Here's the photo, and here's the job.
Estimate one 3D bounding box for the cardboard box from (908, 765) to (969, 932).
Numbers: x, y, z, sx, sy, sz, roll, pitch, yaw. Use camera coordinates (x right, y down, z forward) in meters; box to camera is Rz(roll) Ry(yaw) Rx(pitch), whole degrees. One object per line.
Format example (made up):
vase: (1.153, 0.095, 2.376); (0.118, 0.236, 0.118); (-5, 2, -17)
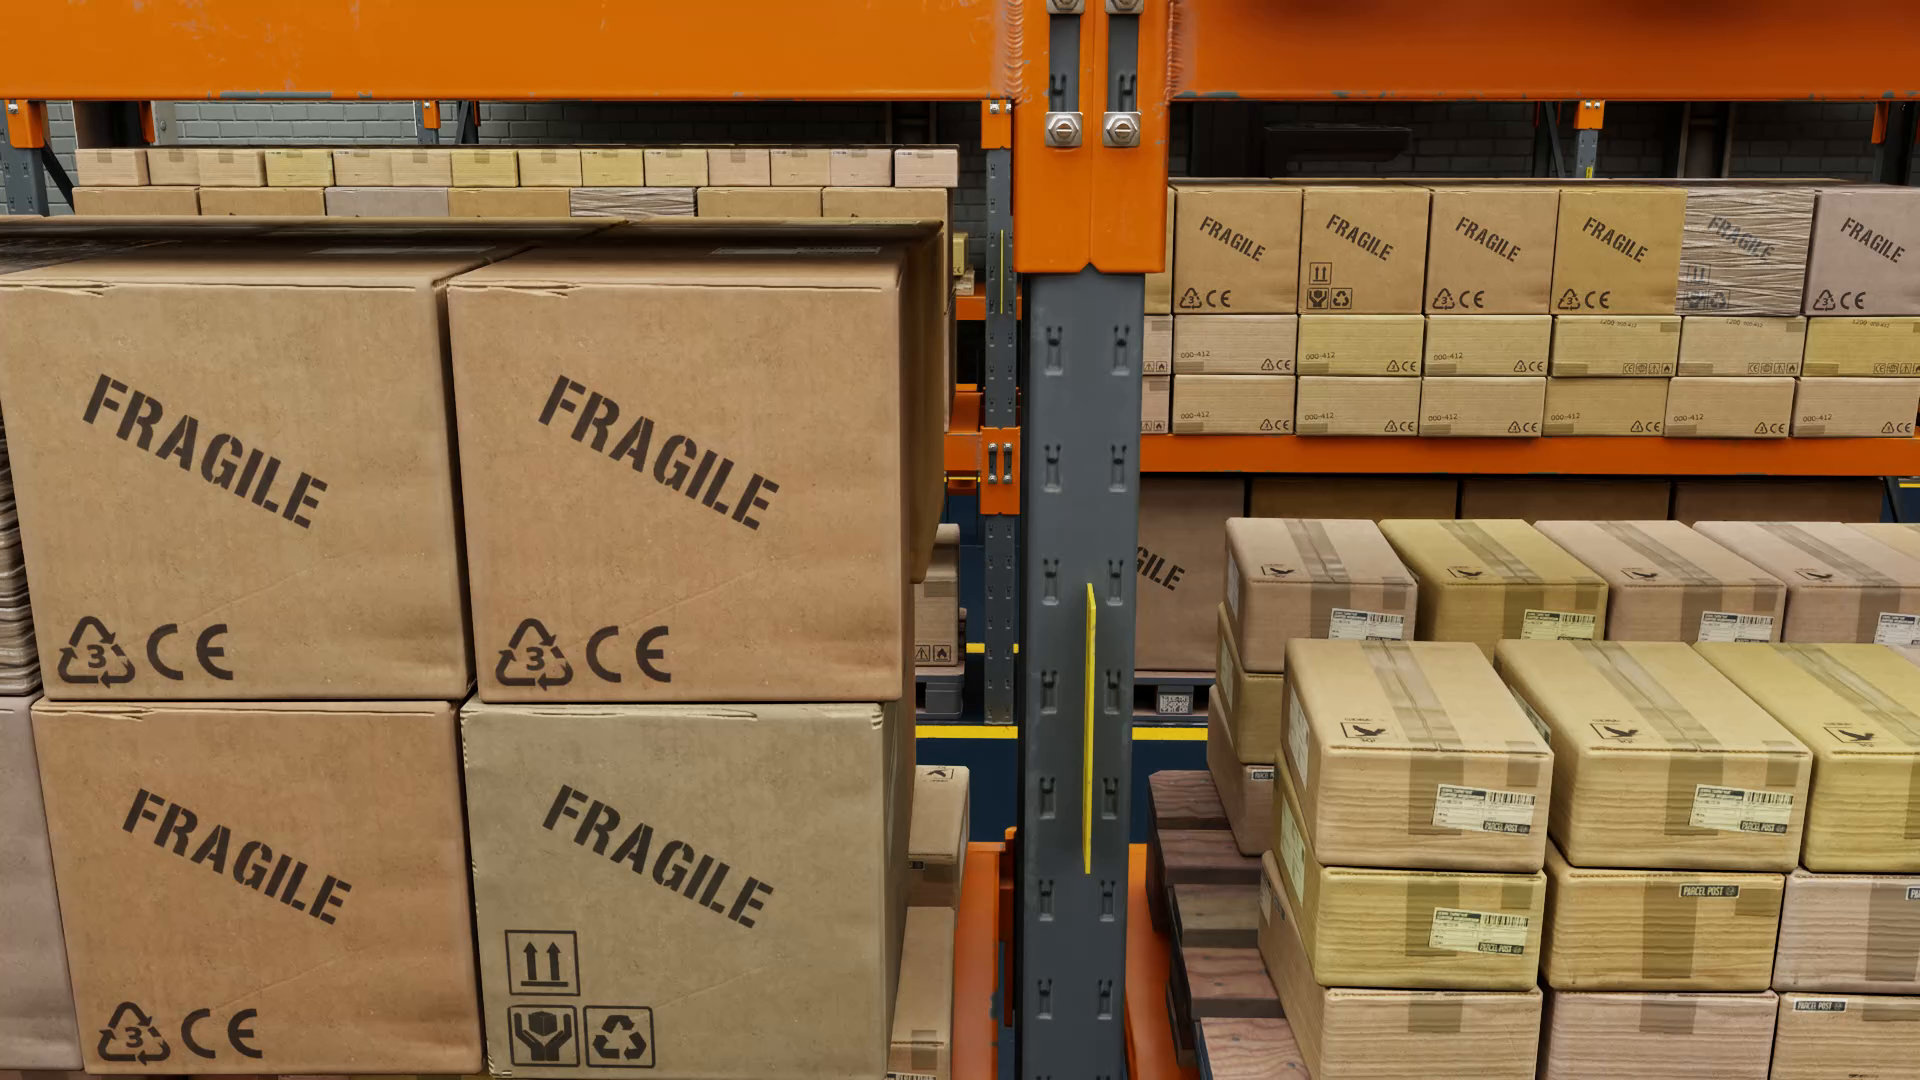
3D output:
cardboard box: (-0.119, 0.535, 2.924); (0.250, 0.149, 0.380); (1, 15, 3)

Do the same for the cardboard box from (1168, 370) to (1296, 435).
cardboard box: (1.132, -0.618, 7.098); (0.500, 0.250, 0.500); (0, 15, 0)

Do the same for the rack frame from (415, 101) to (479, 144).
rack frame: (-3.695, -2.056, 12.252); (0.127, 3.000, 1.000); (0, 15, 1)

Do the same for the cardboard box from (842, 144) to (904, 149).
cardboard box: (-0.384, -1.675, 7.382); (0.250, 0.149, 0.380); (1, 15, 2)

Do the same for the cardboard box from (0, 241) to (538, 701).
cardboard box: (-0.838, -0.113, 2.148); (0.500, 0.500, 0.500); (0, 15, 0)

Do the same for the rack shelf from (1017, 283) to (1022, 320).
rack shelf: (2.303, -1.669, 12.196); (4.000, 0.370, 1.077); (0, 15, 1)

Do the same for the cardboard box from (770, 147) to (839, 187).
cardboard box: (-0.645, -1.564, 6.960); (0.250, 0.149, 0.380); (0, 15, 1)

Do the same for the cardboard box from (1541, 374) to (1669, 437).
cardboard box: (2.654, -0.609, 7.063); (0.500, 0.250, 0.500); (0, 15, 1)

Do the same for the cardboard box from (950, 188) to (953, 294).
cardboard box: (-0.289, -1.361, 7.461); (0.500, 0.500, 0.500); (0, 15, 2)

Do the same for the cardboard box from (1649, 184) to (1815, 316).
cardboard box: (3.143, -1.208, 6.881); (0.500, 0.500, 0.500); (1, 15, 2)

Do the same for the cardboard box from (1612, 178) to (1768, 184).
cardboard box: (3.197, -1.336, 7.368); (0.500, 0.500, 0.500); (0, 15, 2)

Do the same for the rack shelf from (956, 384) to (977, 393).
rack shelf: (0.014, -0.885, 10.106); (0.180, 0.103, 0.258); (0, 15, 1)

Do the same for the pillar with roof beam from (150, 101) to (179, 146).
pillar with roof beam: (-6.477, -4.106, 8.264); (0.400, 9.000, 9.100); (0, 15, 1)

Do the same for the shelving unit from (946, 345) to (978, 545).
shelving unit: (0.014, -0.580, 10.187); (0.189, 1.200, 0.258); (0, 15, 1)

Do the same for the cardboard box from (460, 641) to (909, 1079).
cardboard box: (-0.335, 0.376, 2.257); (0.500, 0.500, 0.500); (0, 15, 2)

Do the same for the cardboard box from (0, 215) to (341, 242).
cardboard box: (-1.311, -0.252, 2.677); (0.500, 0.500, 0.500); (1, 15, 2)

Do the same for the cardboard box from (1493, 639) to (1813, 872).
cardboard box: (0.817, 0.250, 2.016); (0.250, 0.149, 0.380); (1, 15, 3)

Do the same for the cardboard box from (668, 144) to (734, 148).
cardboard box: (-1.153, -1.693, 7.448); (0.250, 0.149, 0.380); (0, 15, 0)

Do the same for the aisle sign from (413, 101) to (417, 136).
aisle sign: (-3.770, -3.238, 11.639); (0.004, 0.787, 0.394); (0, 15, 1)

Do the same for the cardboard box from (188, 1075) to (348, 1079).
cardboard box: (-0.918, 0.668, 2.419); (0.250, 0.149, 0.380); (0, 15, 0)

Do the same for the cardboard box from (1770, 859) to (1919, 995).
cardboard box: (1.055, 0.396, 2.044); (0.250, 0.149, 0.380); (1, 15, 3)

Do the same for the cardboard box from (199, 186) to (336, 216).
cardboard box: (-2.828, -1.245, 7.021); (0.500, 0.500, 0.500); (0, 15, 0)

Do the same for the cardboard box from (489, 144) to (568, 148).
cardboard box: (-1.915, -1.683, 7.413); (0.250, 0.149, 0.380); (1, 15, 3)

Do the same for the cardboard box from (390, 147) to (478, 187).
cardboard box: (-2.173, -1.550, 6.909); (0.250, 0.149, 0.380); (1, 15, 2)

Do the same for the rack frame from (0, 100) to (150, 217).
rack frame: (-3.818, -0.790, 7.455); (0.127, 3.000, 1.000); (0, 15, 1)

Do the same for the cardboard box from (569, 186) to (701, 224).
cardboard box: (-1.314, -1.235, 6.984); (0.500, 0.500, 0.500); (1, 15, 2)

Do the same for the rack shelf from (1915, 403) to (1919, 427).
rack shelf: (6.179, -0.377, 7.299); (4.000, 0.370, 1.077); (0, 15, 1)

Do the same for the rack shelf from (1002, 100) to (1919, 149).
rack shelf: (2.180, -1.853, 7.015); (4.000, 0.370, 1.077); (0, 15, 1)

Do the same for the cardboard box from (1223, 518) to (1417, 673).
cardboard box: (0.562, 0.083, 2.650); (0.250, 0.149, 0.380); (1, 15, 4)

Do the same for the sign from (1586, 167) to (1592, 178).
sign: (4.298, -2.387, 11.393); (0.005, 0.325, 0.100); (0, 15, 1)

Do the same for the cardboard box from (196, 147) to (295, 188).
cardboard box: (-2.949, -1.548, 6.900); (0.250, 0.149, 0.380); (1, 15, 3)

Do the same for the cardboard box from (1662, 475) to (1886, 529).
cardboard box: (3.491, 0.061, 7.572); (0.875, 0.875, 0.875); (0, 15, 1)

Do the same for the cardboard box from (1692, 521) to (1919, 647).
cardboard box: (1.351, 0.088, 2.630); (0.250, 0.149, 0.380); (0, 15, 1)

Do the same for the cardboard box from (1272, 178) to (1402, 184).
cardboard box: (1.658, -1.347, 7.410); (0.500, 0.500, 0.500); (1, 15, 3)

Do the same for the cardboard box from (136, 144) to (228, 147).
cardboard box: (-3.454, -1.684, 7.416); (0.250, 0.149, 0.380); (1, 15, 2)

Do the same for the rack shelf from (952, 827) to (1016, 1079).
rack shelf: (-1.844, 0.834, 2.710); (4.000, 0.370, 1.077); (0, 15, 1)

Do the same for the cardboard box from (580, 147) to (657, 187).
cardboard box: (-1.411, -1.555, 6.925); (0.250, 0.149, 0.380); (0, 15, 0)

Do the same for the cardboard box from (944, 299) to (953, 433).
cardboard box: (-0.289, -0.750, 7.107); (0.500, 0.500, 0.500); (1, 15, 2)

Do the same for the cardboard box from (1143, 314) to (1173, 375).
cardboard box: (0.614, -0.858, 7.028); (0.500, 0.250, 0.500); (0, 15, 0)

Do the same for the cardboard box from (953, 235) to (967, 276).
cardboard box: (-0.211, -2.042, 11.912); (0.500, 0.250, 0.500); (1, 15, 3)

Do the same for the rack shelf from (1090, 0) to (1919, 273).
rack shelf: (2.155, -0.590, 2.228); (4.000, 0.370, 1.077); (0, 15, 1)

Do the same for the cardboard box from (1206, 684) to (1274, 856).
cardboard box: (0.558, 0.370, 2.729); (0.250, 0.149, 0.380); (0, 15, 0)

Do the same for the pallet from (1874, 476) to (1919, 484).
pallet: (6.341, -0.632, 12.320); (1.213, 0.211, 1.003); (0, 15, 1)

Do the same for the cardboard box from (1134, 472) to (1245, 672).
cardboard box: (0.803, 0.044, 7.635); (0.875, 0.875, 0.875); (1, 15, 3)

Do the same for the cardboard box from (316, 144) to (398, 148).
cardboard box: (-2.688, -1.696, 7.462); (0.250, 0.149, 0.380); (1, 15, 3)

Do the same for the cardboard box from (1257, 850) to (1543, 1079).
cardboard box: (0.538, 0.537, 2.093); (0.250, 0.149, 0.380); (0, 15, -1)

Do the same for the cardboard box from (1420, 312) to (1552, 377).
cardboard box: (2.145, -0.849, 6.993); (0.500, 0.250, 0.500); (0, 15, 0)

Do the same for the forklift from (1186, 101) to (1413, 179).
forklift: (2.032, -1.367, 9.775); (3.031, 2.935, 1.130); (1, 15, 5)

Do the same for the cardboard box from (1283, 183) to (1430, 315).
cardboard box: (1.624, -1.219, 6.926); (0.500, 0.500, 0.500); (0, 15, 0)

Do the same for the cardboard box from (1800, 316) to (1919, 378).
cardboard box: (3.689, -0.846, 6.979); (0.500, 0.250, 0.500); (0, 15, 1)
